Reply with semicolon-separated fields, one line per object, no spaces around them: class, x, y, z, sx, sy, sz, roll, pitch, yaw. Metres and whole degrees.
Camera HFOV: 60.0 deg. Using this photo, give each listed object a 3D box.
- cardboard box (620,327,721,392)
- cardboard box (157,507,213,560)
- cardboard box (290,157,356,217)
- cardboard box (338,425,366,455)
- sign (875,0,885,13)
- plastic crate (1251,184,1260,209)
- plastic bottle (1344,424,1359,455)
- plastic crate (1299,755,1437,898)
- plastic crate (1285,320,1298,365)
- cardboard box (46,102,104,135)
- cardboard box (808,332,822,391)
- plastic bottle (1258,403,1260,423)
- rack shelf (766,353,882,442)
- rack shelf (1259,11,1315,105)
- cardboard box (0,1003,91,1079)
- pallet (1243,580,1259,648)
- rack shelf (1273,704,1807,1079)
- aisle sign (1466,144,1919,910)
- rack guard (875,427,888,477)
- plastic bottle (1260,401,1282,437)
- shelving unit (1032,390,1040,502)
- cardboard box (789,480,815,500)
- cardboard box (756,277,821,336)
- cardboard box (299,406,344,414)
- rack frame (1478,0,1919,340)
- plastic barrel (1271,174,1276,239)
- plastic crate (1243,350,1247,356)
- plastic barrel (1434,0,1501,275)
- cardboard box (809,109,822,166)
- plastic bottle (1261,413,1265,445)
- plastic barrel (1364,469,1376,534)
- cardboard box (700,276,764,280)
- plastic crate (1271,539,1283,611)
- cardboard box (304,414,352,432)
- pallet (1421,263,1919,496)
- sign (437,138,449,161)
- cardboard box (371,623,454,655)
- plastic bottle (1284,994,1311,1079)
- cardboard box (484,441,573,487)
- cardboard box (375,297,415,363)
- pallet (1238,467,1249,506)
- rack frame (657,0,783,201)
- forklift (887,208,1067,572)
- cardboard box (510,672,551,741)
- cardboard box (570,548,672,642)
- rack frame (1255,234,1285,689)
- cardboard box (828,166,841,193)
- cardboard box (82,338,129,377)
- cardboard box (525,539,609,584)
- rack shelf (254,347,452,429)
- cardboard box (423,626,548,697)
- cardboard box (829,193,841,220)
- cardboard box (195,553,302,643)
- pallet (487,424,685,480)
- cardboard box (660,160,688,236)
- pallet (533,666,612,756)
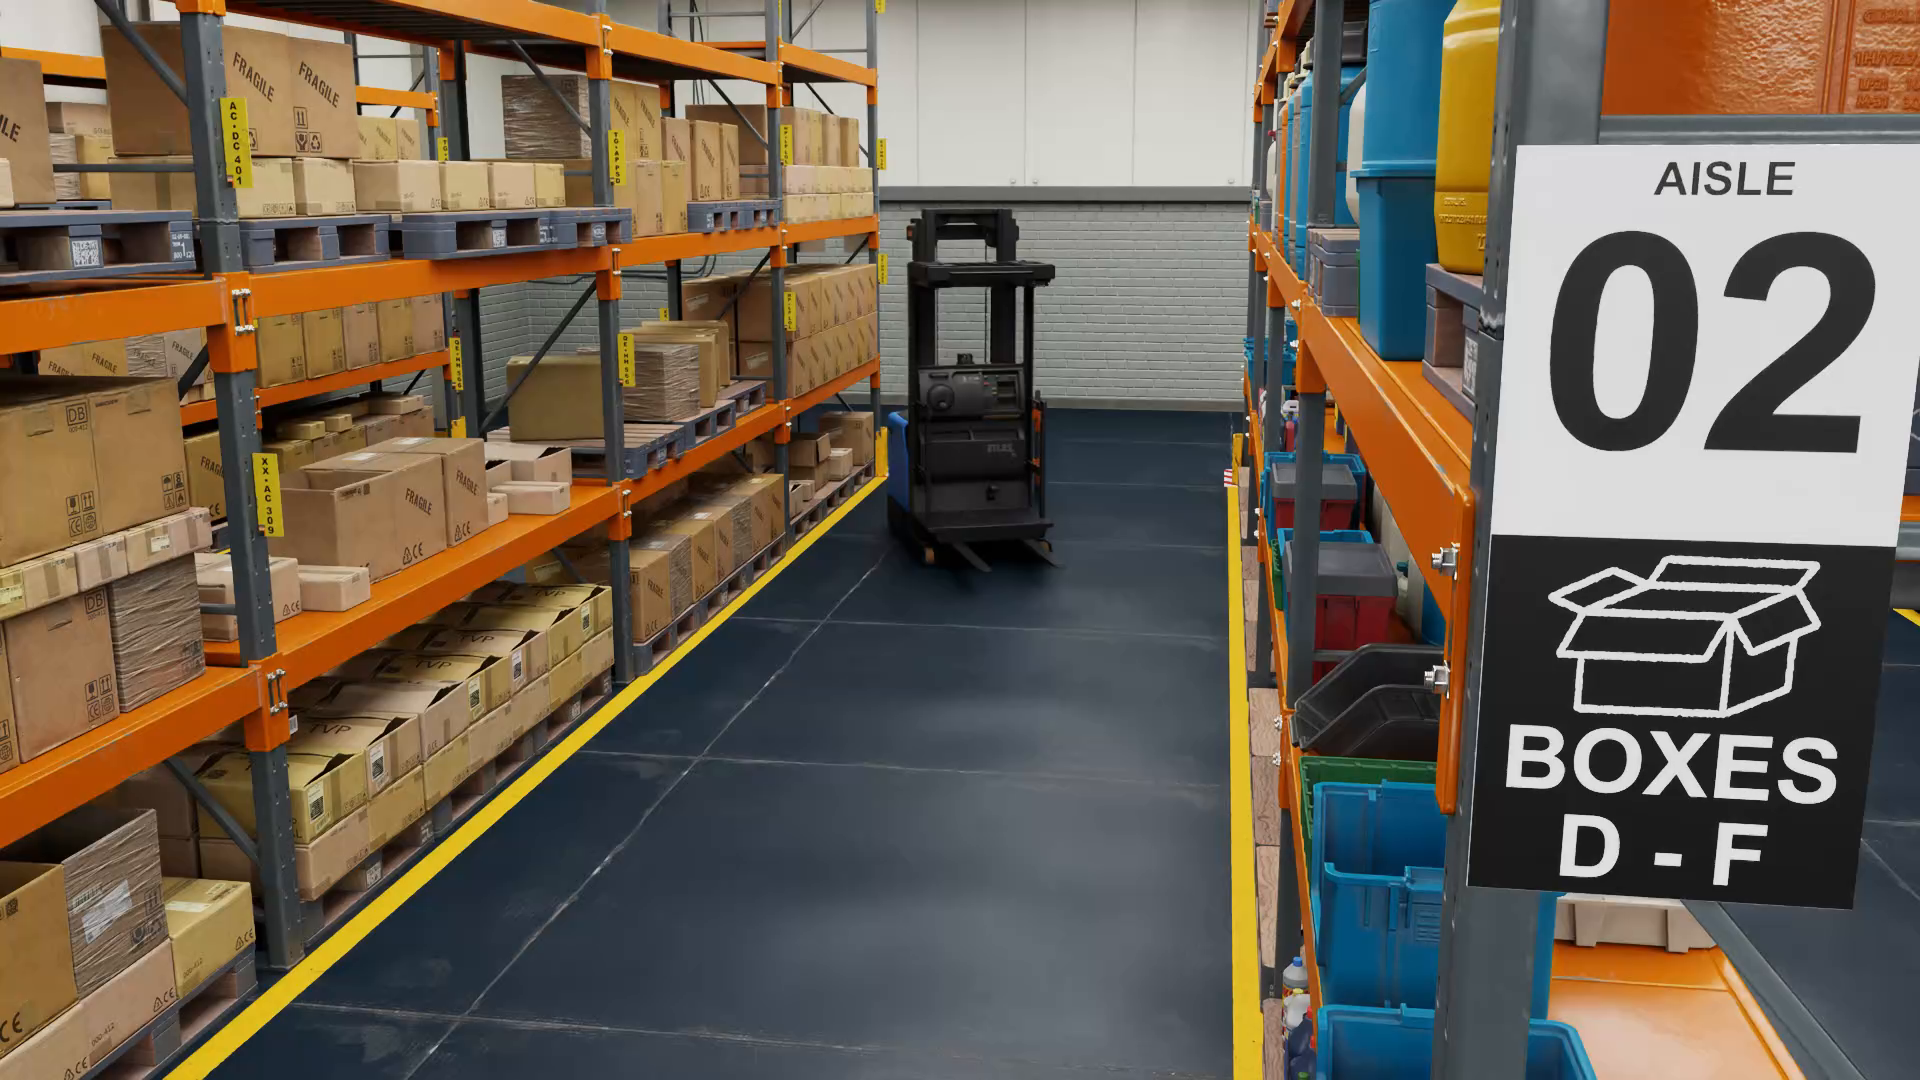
cardboard box;-2.332;-1.412;13.191;0.700;0.500;0.500;4;13;18
cardboard box;-3.056;-0.031;6.242;0.380;0.149;0.250;2;12;9
cardboard box;-3.040;-1.570;7.396;0.500;0.250;0.500;1;12;3
cardboard box;-6.513;-0.901;16.991;0.700;0.500;0.500;2;12;10
sign;-0.835;-5.671;17.357;0.100;0.325;0.005;2;12;9
plastic crate;3.007;-3.193;15.715;0.504;0.338;0.767;2;12;9
plastic bottle;2.740;-0.755;11.492;0.144;0.351;0.185;2;12;9
plastic crate;1.180;0.809;4.621;0.450;0.188;0.662;2;12;9
plastic crate;3.647;-2.037;17.097;0.616;0.435;0.499;2;12;9
cardboard box;-7.226;-3.357;13.267;0.500;0.250;0.500;1;12;7
cardboard box;-1.572;-1.647;15.279;0.500;0.500;0.500;2;12;10
plastic bottle;2.400;-1.021;13.083;0.097;0.201;0.097;0;12;0
rack shelf;-1.688;-1.459;16.351;1.077;0.370;4.000;2;12;9
rack shelf;2.591;-3.202;11.149;1.077;0.370;4.000;2;12;9
cardboard box;-3.230;1.722;5.414;0.500;0.250;0.500;2;12;9
pallet;2.553;0.544;11.968;1.003;0.211;1.213;2;12;9
rack shelf;1.361;1.200;4.011;1.077;0.370;4.000;2;12;9
aisle sign;0.748;-0.001;1.705;0.394;0.787;0.004;2;12;9
rack guard;-1.392;-0.989;18.397;1.175;0.500;0.348;2;12;9
plastic bottle;2.308;-0.896;12.324;0.152;0.276;0.135;2;12;9
shelving unit;0.315;-0.876;16.385;0.538;1.125;1.048;7;14;31
cardboard box;-1.594;-0.485;15.805;0.380;0.166;0.250;2;12;9
cardboard box;-1.566;-2.128;15.139;0.500;0.500;0.500;1;12;7
cardboard box;-6.656;-1.307;17.334;0.380;0.149;0.250;2;12;9
rack frame;1.053;-1.668;1.372;1.000;3.000;0.127;2;12;9
plastic barrel;1.933;-1.867;9.149;0.421;0.512;0.421;0;12;0
plastic crate;3.019;-1.861;16.994;0.250;0.136;0.298;2;12;9
plastic barrel;1.103;-0.740;2.744;0.600;0.588;0.600;0;12;0
cardboard box;-1.670;-3.705;15.332;0.700;0.500;0.500;2;12;9
plastic bottle;2.228;-0.822;11.992;0.097;0.271;0.097;0;12;0
plastic barrel;2.336;-0.234;8.694;0.421;0.512;0.421;0;12;0
cardboard box;-2.097;-2.152;15.250;0.500;0.500;0.500;2;12;8
plastic crate;1.657;0.164;7.614;0.450;0.188;0.662;2;12;9
cardboard box;-6.361;-1.181;16.750;0.380;0.149;0.250;2;12;7
pallet;1.277;-0.278;2.492;1.003;0.211;1.213;2;12;9
sign;-3.146;-2.299;10.193;0.100;0.325;0.005;2;12;9
cardboard box;-3.134;0.618;9.203;0.500;0.311;0.500;2;12;7
plastic bottle;1.163;1.669;5.550;0.152;0.276;0.135;2;12;11
cardboard box;-2.710;-0.444;10.144;0.500;0.311;0.500;3;12;12
cardboard box;-6.445;-2.275;17.718;0.980;0.700;0.700;2;12;8
pallet;3.349;-0.532;16.962;1.003;0.211;1.213;2;12;9
rack frame;-1.995;-4.327;13.711;1.000;3.000;0.127;2;12;9
forklift;0.153;-1.298;14.060;1.130;2.935;3.031;-3;12;-13
cardboard box;-2.606;0.907;9.196;0.500;0.250;0.500;2;12;10
cardboard box;-2.258;0.360;11.093;0.500;0.500;0.500;2;12;11
rack frame;2.283;-0.400;9.731;1.000;3.000;0.127;2;12;9
cardboard box;-1.435;-3.437;15.870;0.500;0.250;0.500;2;12;9
cardboard box;-6.939;-1.339;13.095;0.500;0.500;0.500;2;12;10
cardboard box;-2.699;0.243;11.635;0.500;0.500;0.500;2;12;11
rack shelf;-6.583;-1.619;17.092;1.077;0.370;4.000;2;12;9
cardboard box;-2.602;0.633;9.133;0.500;0.311;0.500;2;12;8
cardboard box;-1.443;-3.193;15.924;0.500;0.250;0.500;2;12;9
cardboard box;-3.193;0.240;7.114;0.500;0.250;0.500;3;12;12
pallet;-2.576;-0.611;11.165;1.213;0.211;1.003;2;12;9
cardboard box;-2.418;-2.383;11.574;0.910;0.500;0.500;2;12;9
pallet;-2.776;0.972;9.984;1.003;0.211;1.213;2;12;9
